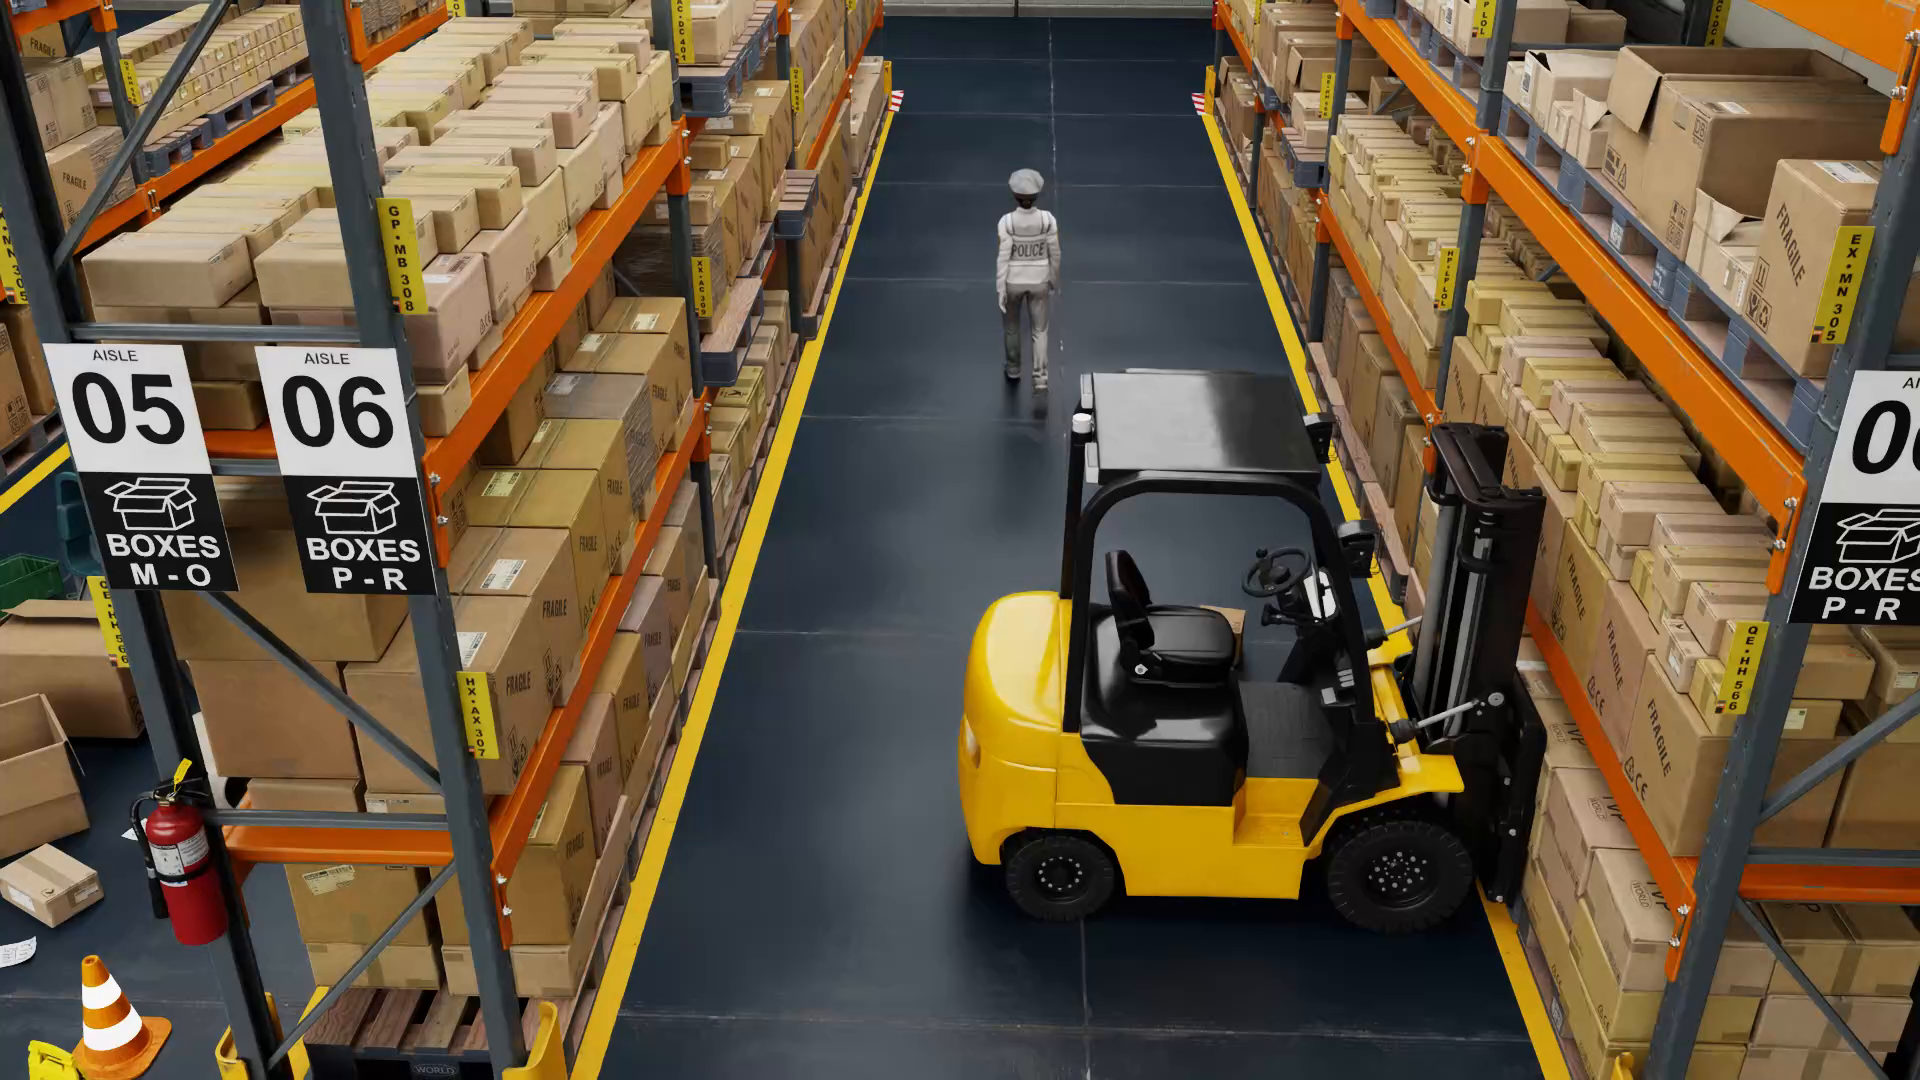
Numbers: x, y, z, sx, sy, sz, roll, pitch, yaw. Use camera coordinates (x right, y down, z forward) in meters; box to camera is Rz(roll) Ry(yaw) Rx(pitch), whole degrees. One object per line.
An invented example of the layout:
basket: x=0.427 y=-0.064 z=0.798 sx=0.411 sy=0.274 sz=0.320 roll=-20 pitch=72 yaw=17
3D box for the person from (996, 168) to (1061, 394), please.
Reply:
person: x=0.494 y=-1.873 z=12.077 sx=0.480 sy=1.651 sz=0.910 roll=-1 pitch=28 yaw=-2
